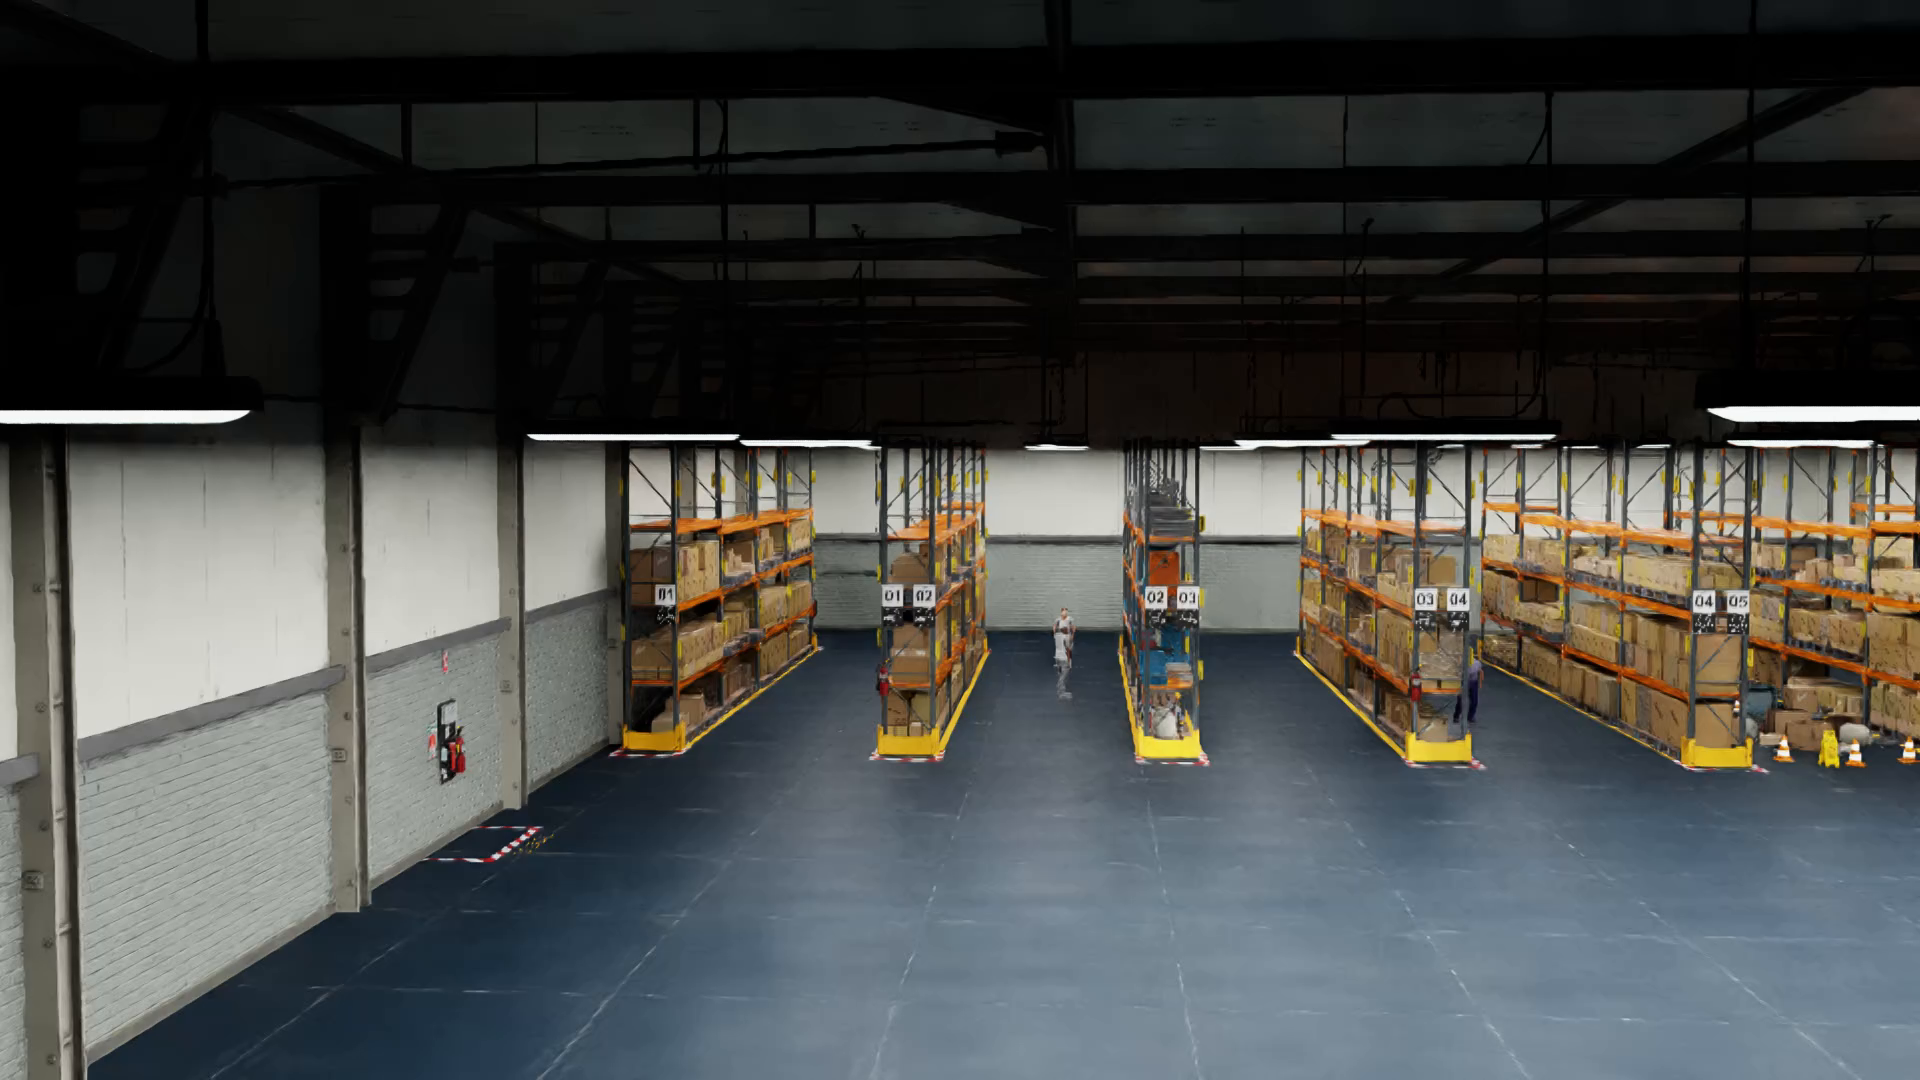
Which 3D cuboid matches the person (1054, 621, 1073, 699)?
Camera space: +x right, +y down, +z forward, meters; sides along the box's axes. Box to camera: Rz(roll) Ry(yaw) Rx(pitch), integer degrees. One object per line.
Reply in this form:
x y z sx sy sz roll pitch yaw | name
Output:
2.429 2.760 38.395 0.457 1.783 0.618 -1 3 -25 | person

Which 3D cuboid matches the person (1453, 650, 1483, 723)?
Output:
10.694 3.059 35.023 0.625 1.596 0.510 0 3 1 | person

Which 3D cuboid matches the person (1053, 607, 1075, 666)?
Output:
2.749 2.551 44.021 0.580 1.585 0.507 0 3 2 | person

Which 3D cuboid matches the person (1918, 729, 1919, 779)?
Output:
16.947 3.298 28.825 0.542 1.782 0.643 -1 3 -24 | person
